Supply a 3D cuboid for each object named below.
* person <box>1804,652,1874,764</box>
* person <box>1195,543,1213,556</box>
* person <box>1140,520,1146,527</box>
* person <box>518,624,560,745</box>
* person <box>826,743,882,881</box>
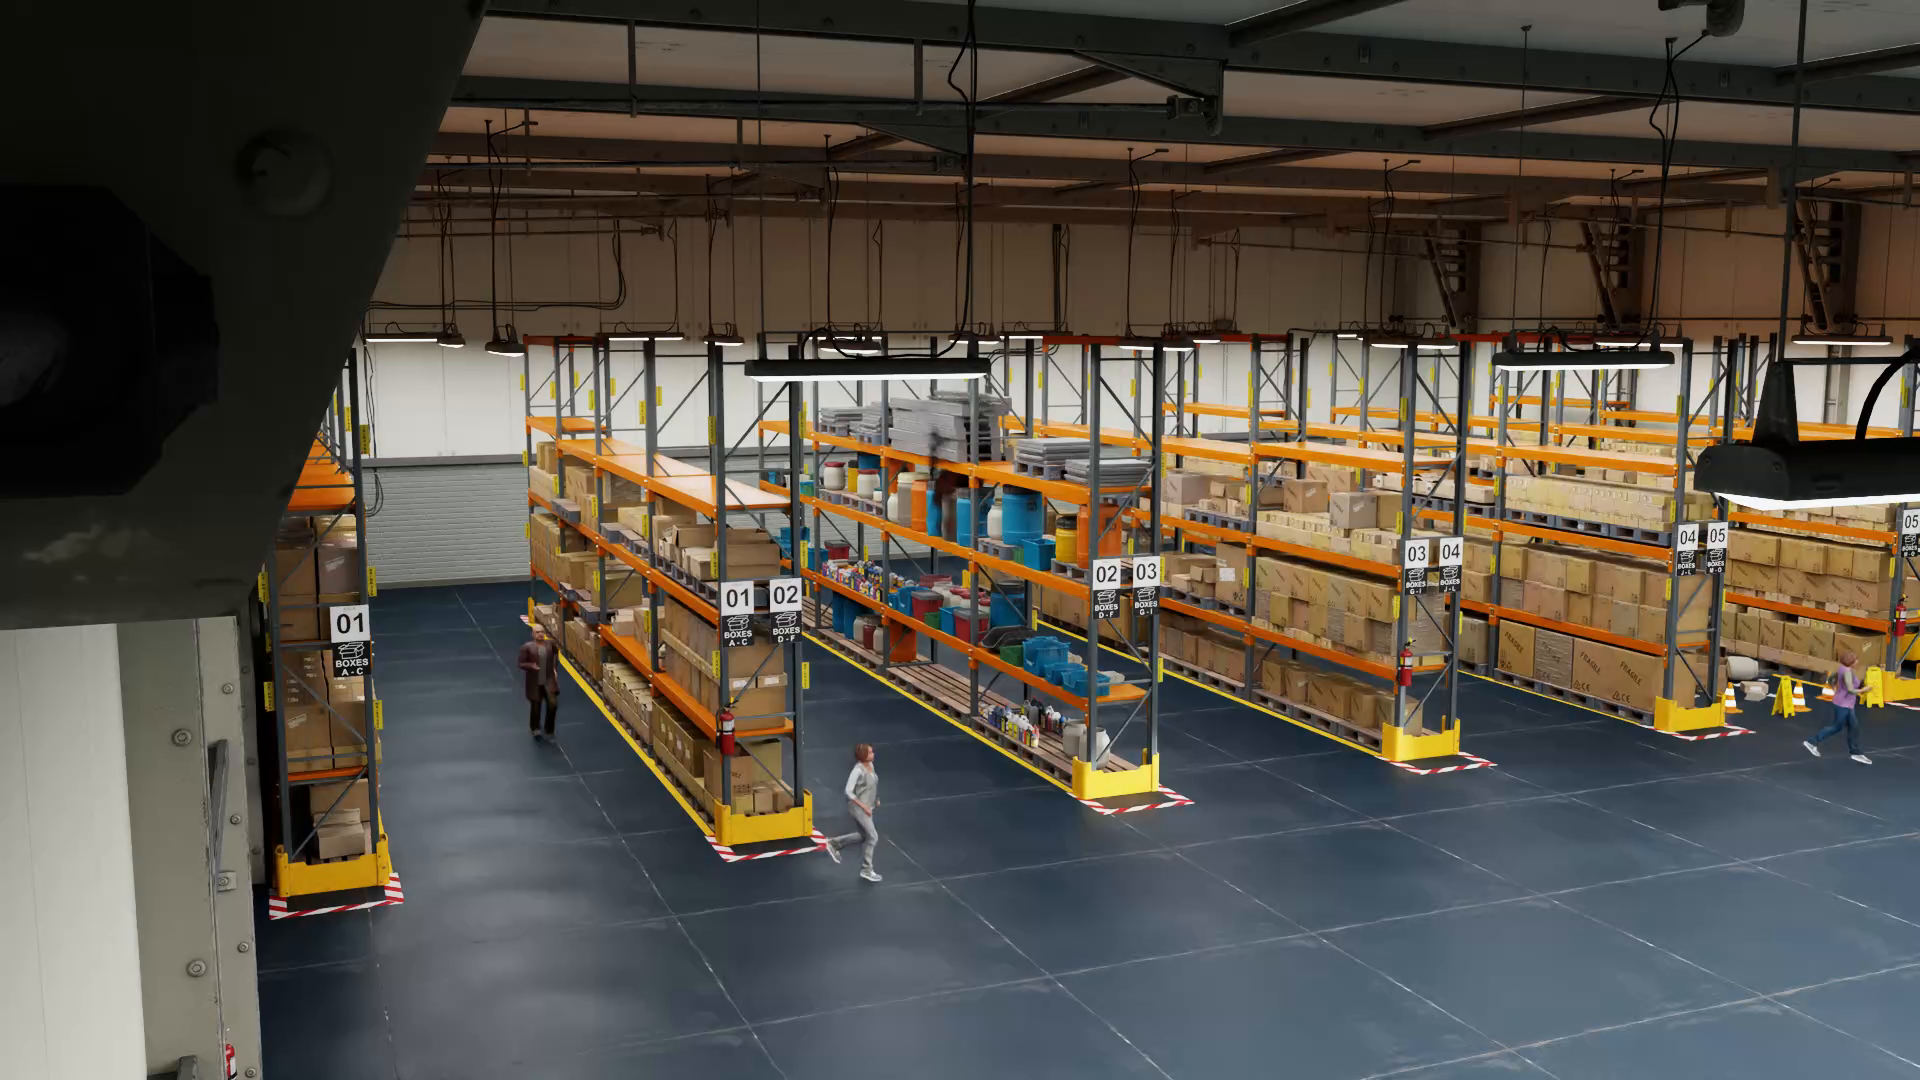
[{"bbox_3d":[12.563,2.370,23.707,0.887,1.595,0.533,4,8,25],"label":"person"},{"bbox_3d":[6.112,-0.139,42.198,0.866,1.742,0.718,-4,8,-25],"label":"person"},{"bbox_3d":[4.214,0.371,38.625,0.679,1.717,0.673,-2,8,-12],"label":"person"},{"bbox_3d":[-6.268,2.162,24.881,0.654,1.823,0.853,-3,8,-24],"label":"person"},{"bbox_3d":[-1.204,3.062,18.864,0.687,1.591,0.531,2,8,16],"label":"person"}]
